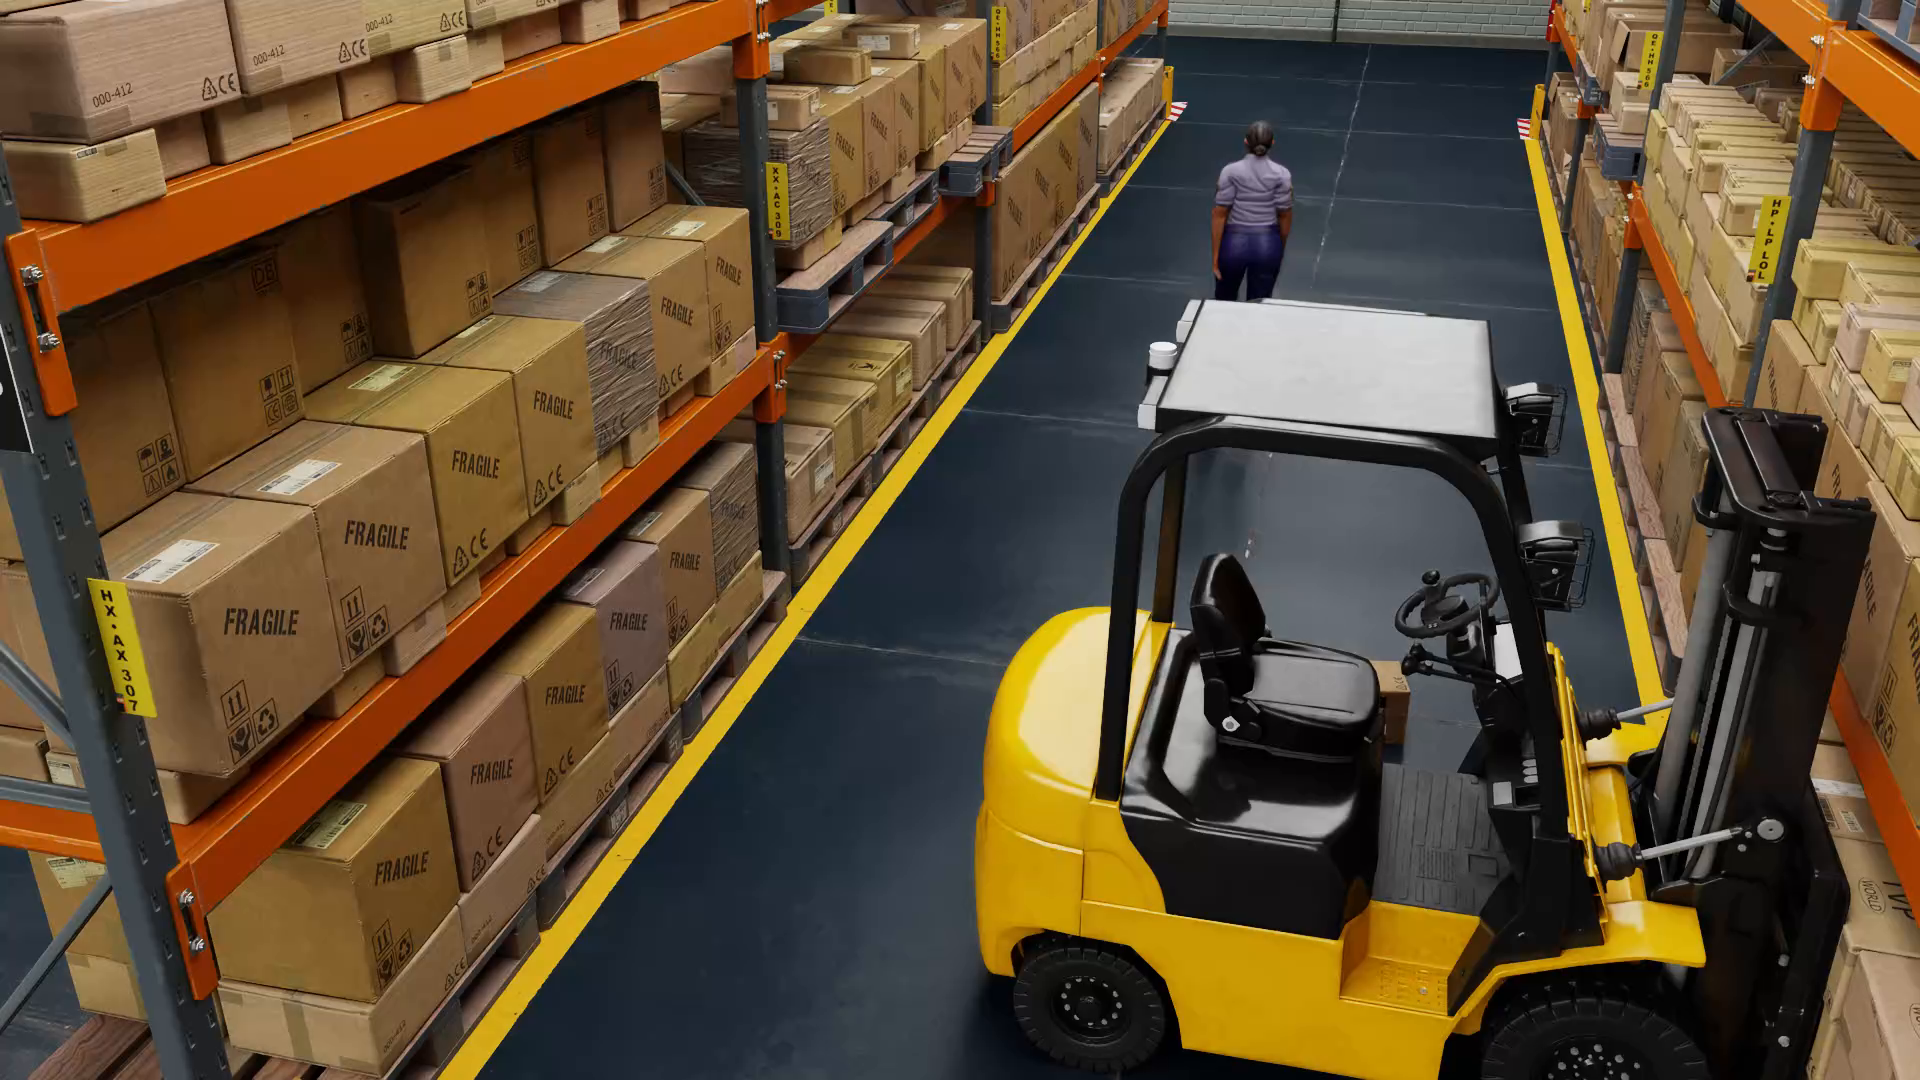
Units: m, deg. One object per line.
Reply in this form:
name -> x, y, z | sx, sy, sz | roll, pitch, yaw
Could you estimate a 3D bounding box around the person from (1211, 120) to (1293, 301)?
person -> 1.793, -1.736, 10.336 | 0.485, 1.723, 0.565 | 6, 26, 12
